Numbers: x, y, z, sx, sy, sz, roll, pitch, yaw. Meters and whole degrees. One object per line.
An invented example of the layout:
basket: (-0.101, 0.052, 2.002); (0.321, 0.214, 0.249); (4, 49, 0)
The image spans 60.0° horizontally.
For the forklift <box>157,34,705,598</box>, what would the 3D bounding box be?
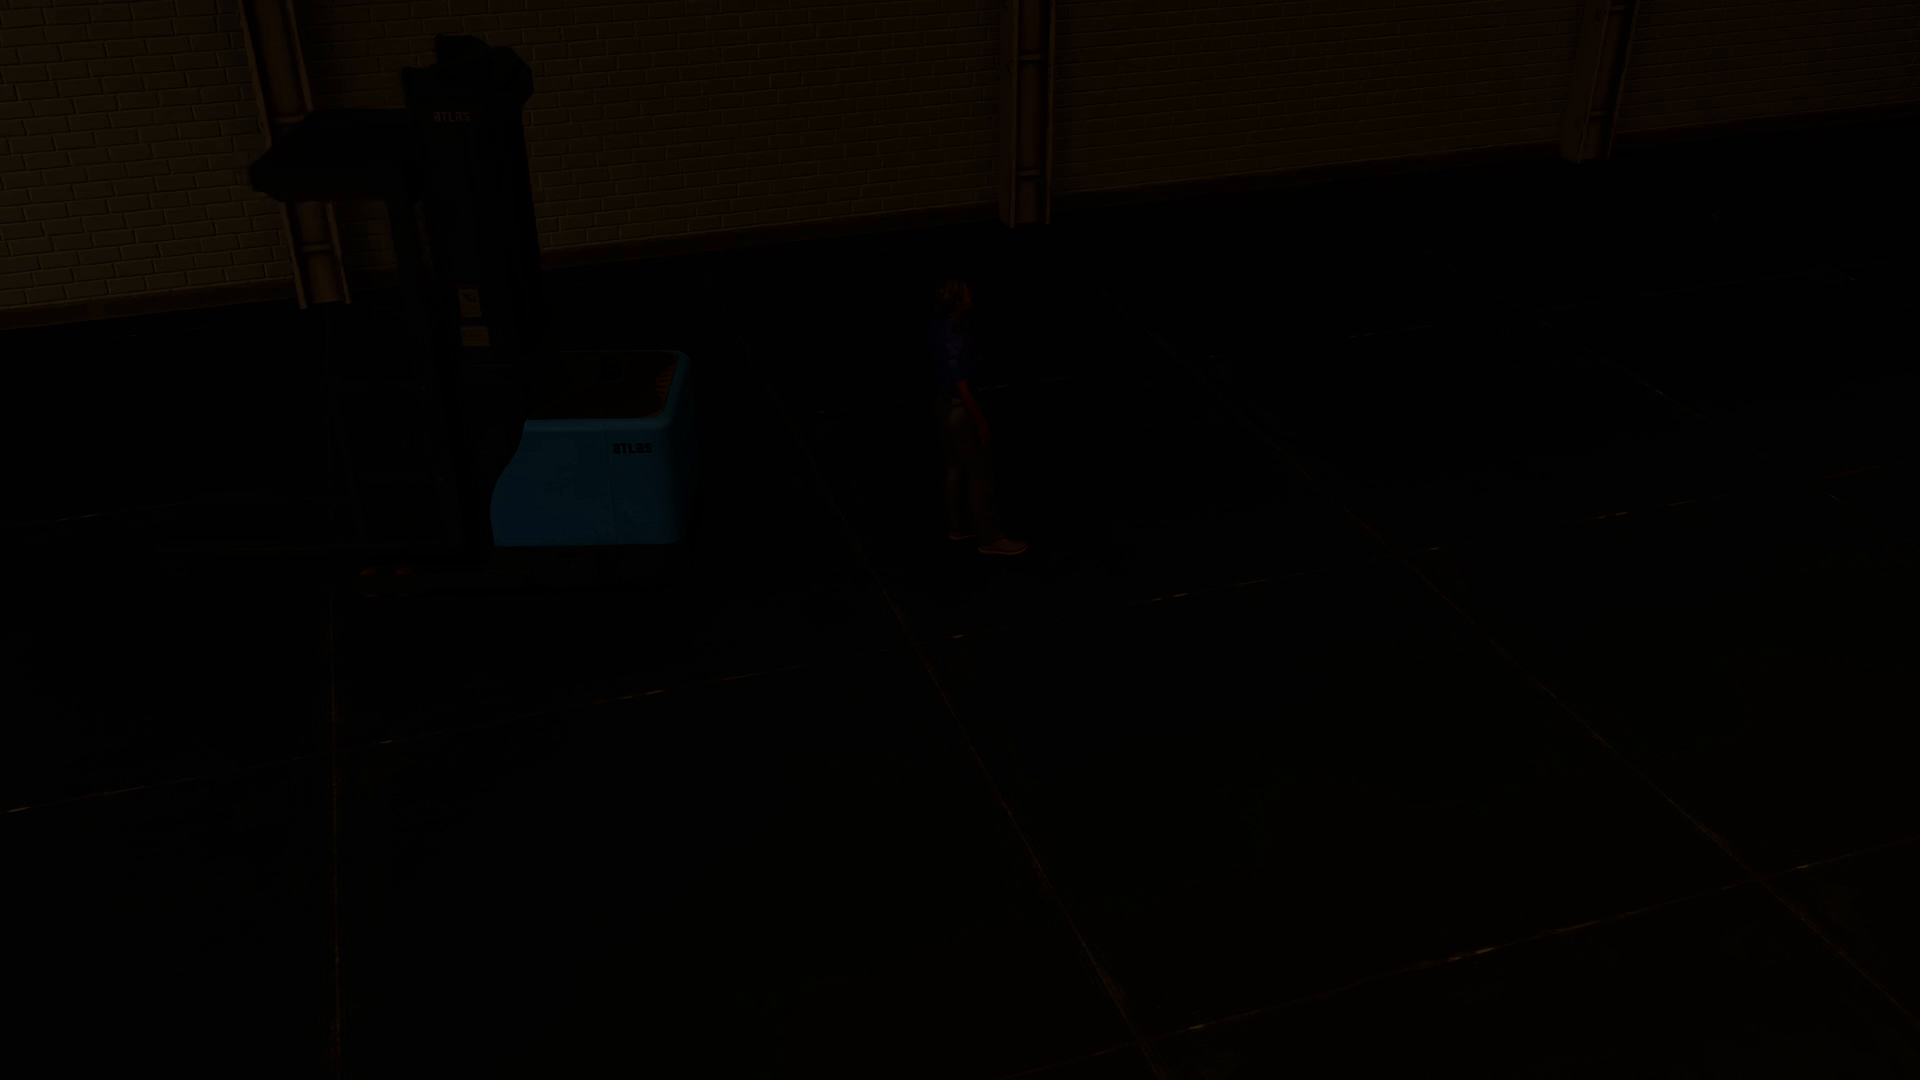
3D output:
forklift: (-3.080, -1.210, 9.191); (3.031, 2.935, 1.130); (-1, 30, -1)

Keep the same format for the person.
person: (0.089, -0.728, 9.618); (0.503, 1.656, 0.570); (-10, 31, -16)
